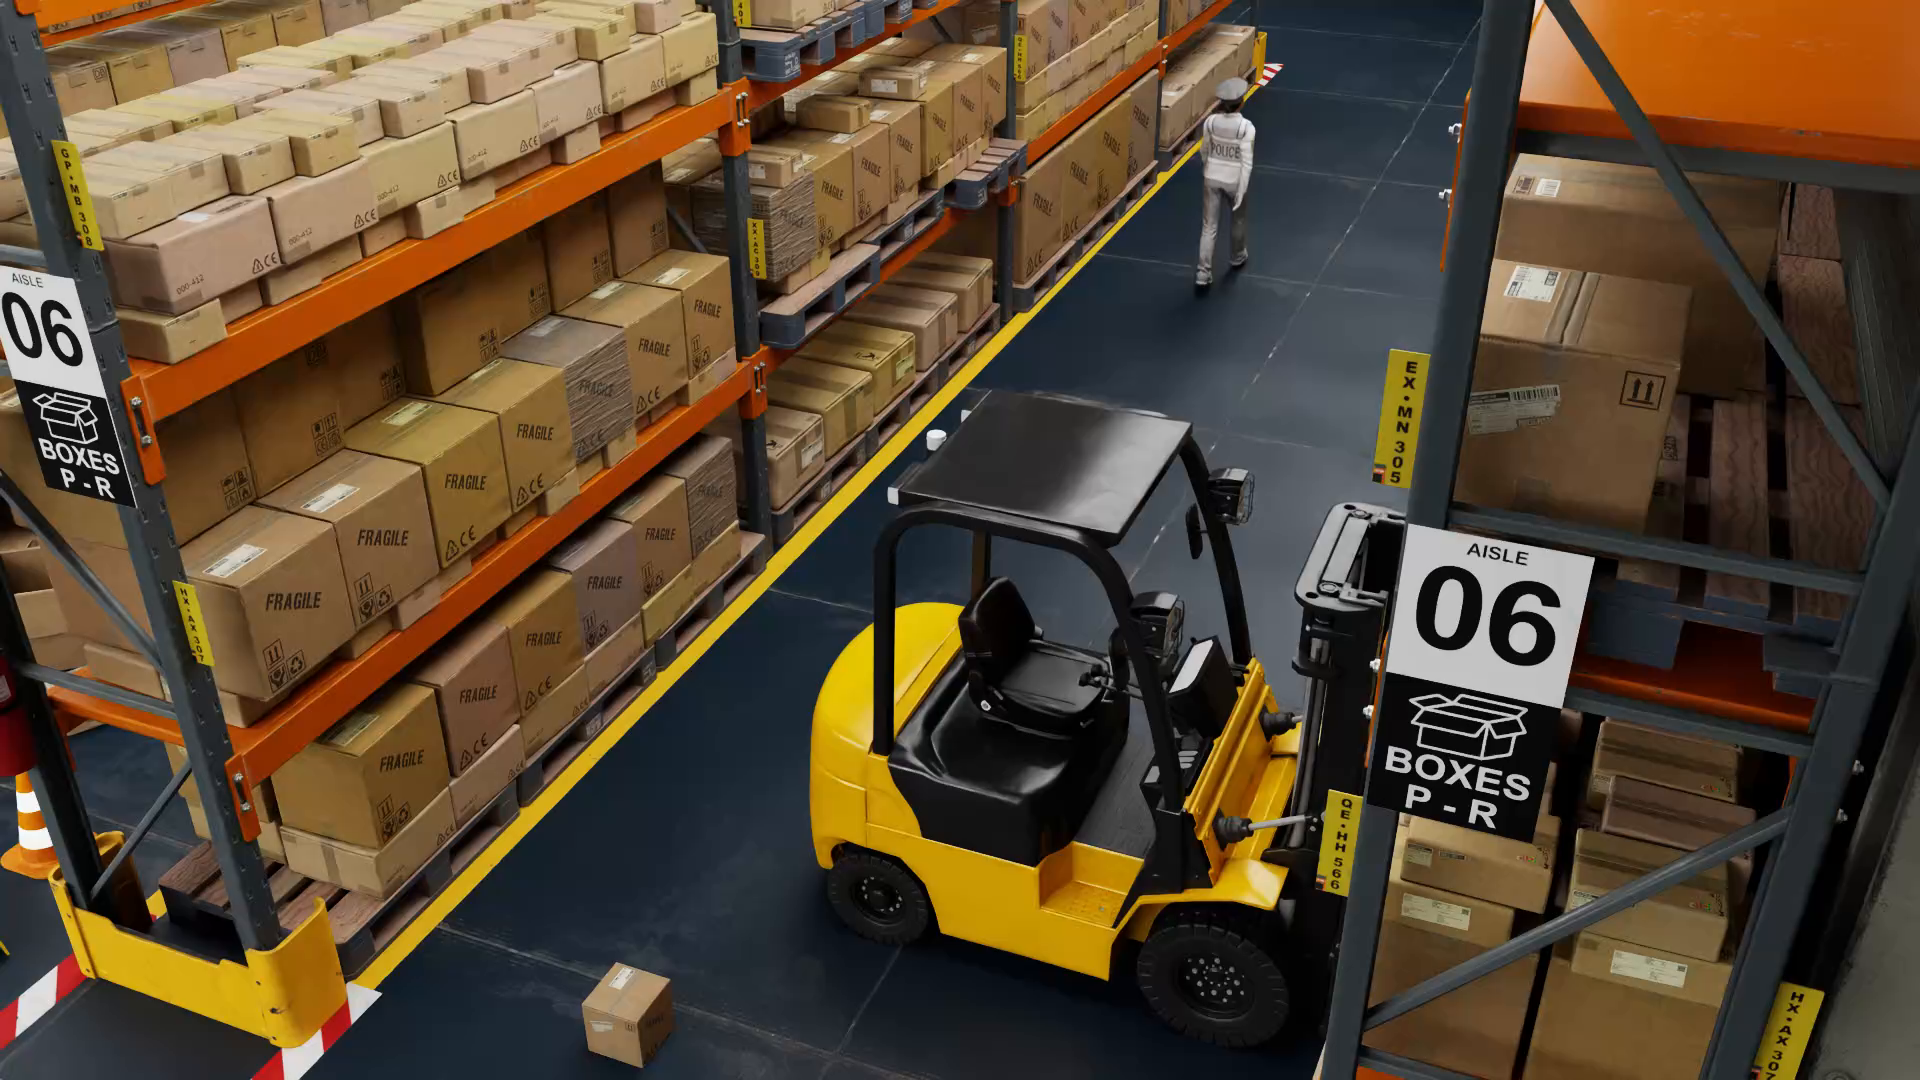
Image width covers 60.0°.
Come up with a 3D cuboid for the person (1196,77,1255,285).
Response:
[{"bbox_3d":[2.158,-2.938,13.479,0.473,1.634,0.993,11,31,18],"label":"person"}]
